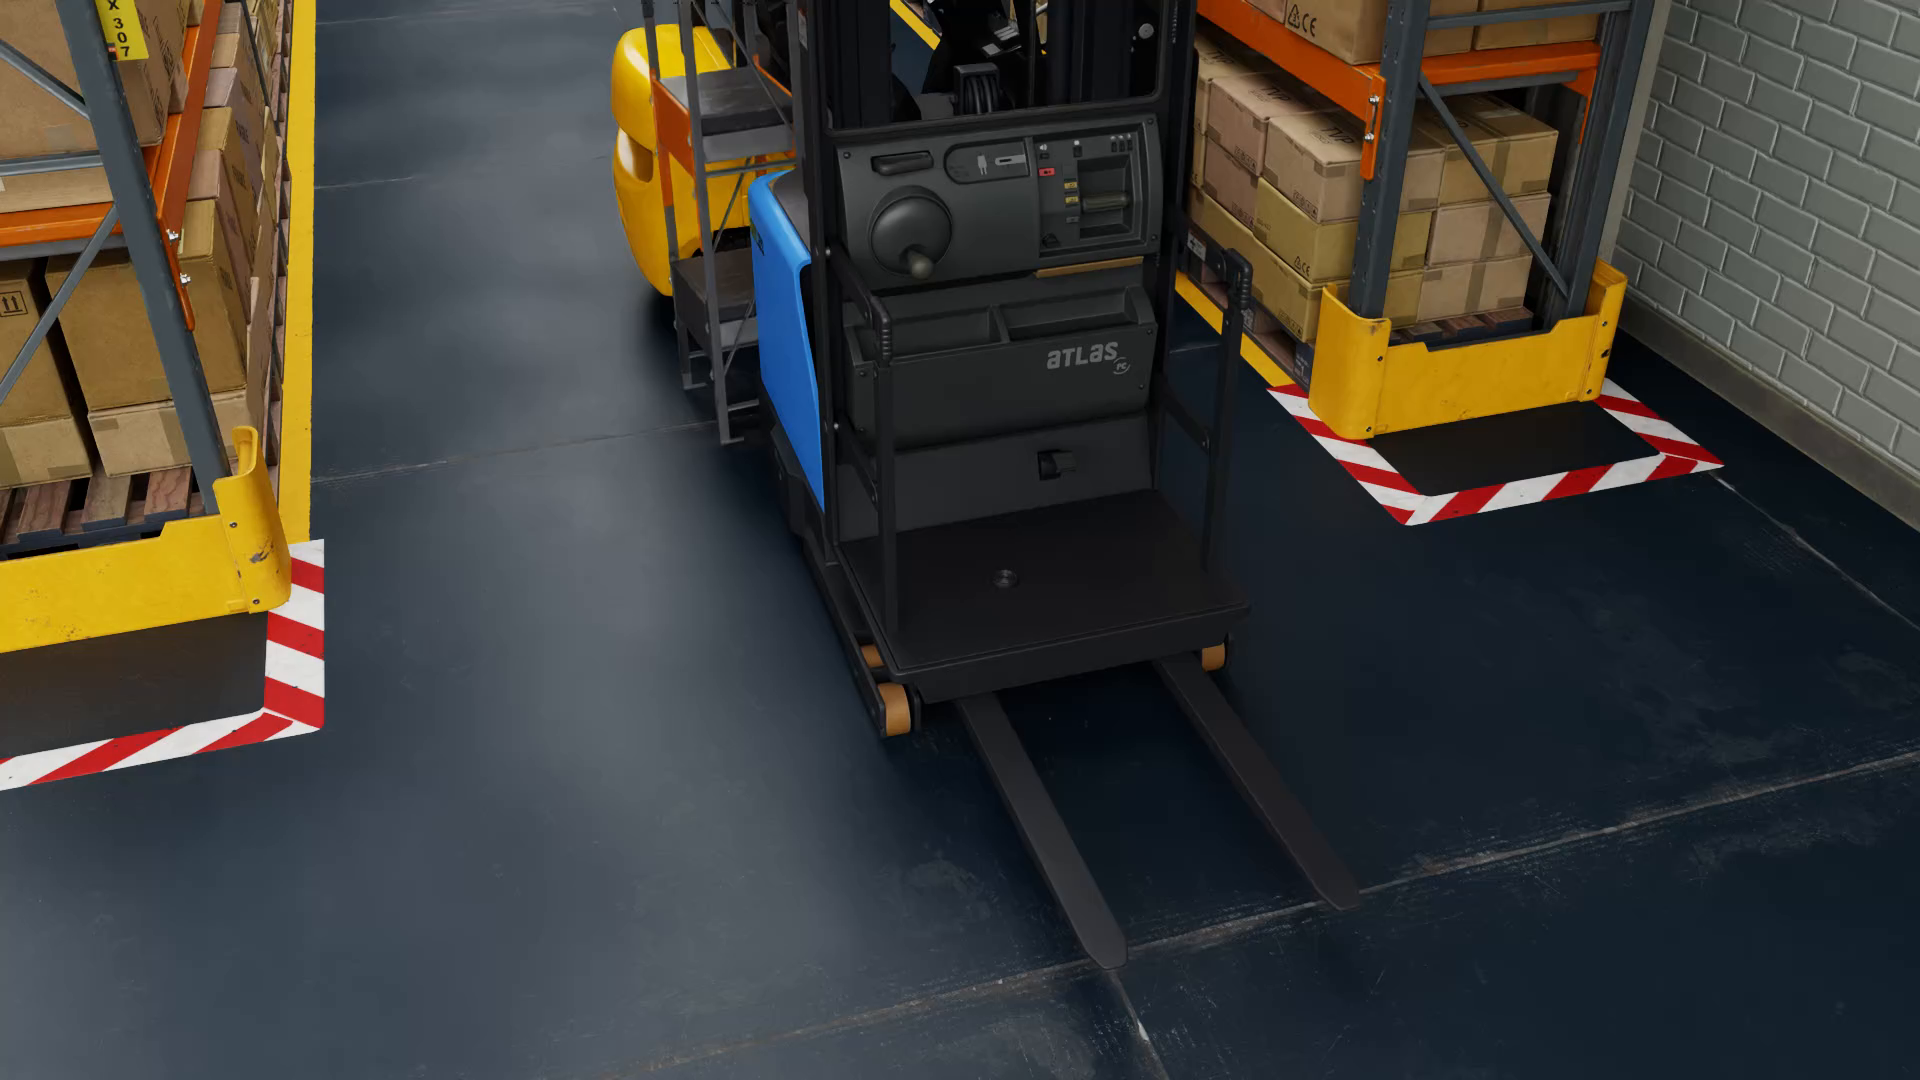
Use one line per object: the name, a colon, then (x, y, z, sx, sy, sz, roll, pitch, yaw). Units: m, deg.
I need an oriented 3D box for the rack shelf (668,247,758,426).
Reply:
rack shelf: (-0.823, -0.810, 6.360, 0.431, 0.518, 0.480, -14, 35, -20)

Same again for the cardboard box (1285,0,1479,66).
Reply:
cardboard box: (1.555, -2.079, 6.085, 0.500, 0.500, 0.500, -11, 35, -16)

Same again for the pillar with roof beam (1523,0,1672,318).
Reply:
pillar with roof beam: (-1.499, -4.120, 3.822, 9.100, 9.000, 0.400, -10, 35, -15)

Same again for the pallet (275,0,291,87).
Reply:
pallet: (-4.606, -2.974, 10.059, 1.003, 0.211, 1.213, -10, 35, -15)

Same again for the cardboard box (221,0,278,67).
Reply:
cardboard box: (-4.376, -2.818, 9.296, 0.950, 0.372, 0.625, -8, 34, -12)

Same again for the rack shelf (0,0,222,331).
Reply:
rack shelf: (-3.381, -1.737, 6.310, 1.077, 0.370, 4.000, -10, 35, -15)

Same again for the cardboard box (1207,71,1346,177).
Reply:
cardboard box: (1.356, -1.725, 6.846, 0.500, 0.250, 0.500, -9, 35, -14)

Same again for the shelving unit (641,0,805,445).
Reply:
shelving unit: (-0.827, -1.409, 5.972, 0.431, 2.100, 0.503, -14, 35, -20)

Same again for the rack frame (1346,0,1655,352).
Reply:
rack frame: (1.955, -1.823, 5.789, 1.000, 3.000, 0.127, -10, 35, -15)

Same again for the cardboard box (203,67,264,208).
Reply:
cardboard box: (-3.241, -1.628, 6.926, 0.500, 0.500, 0.500, -8, 34, -12)

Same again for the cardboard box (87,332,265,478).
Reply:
cardboard box: (-2.753, -0.485, 5.876, 0.500, 0.250, 0.500, -10, 35, -15)

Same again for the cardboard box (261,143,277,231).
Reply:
cardboard box: (-3.383, -1.572, 7.521, 0.500, 0.250, 0.500, -11, 35, -16)

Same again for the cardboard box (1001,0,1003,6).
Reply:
cardboard box: (0.565, -3.380, 9.918, 0.875, 0.625, 0.625, -8, 34, -13)

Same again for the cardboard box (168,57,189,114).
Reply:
cardboard box: (-2.805, -1.519, 5.556, 0.380, 0.149, 0.250, -9, 35, -14)

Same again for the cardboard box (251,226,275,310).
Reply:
cardboard box: (-3.080, -1.038, 6.714, 0.500, 0.250, 0.500, -8, 34, -12)

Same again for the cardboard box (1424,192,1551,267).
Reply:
cardboard box: (2.010, -1.342, 6.720, 0.500, 0.250, 0.500, -9, 35, -14)

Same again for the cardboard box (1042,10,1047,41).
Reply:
cardboard box: (0.744, -2.590, 8.609, 0.500, 0.250, 0.500, -10, 35, -15)

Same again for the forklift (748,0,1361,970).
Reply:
forklift: (0.190, -0.895, 4.446, 1.130, 2.935, 3.031, -10, 35, -15)

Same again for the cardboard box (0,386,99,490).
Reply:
cardboard box: (-3.281, -0.407, 5.758, 0.500, 0.250, 0.500, -10, 35, -15)

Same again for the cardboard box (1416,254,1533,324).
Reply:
cardboard box: (1.992, -1.142, 6.871, 0.500, 0.250, 0.500, -10, 35, -15)

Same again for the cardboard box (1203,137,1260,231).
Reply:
cardboard box: (1.366, -1.528, 7.002, 0.500, 0.250, 0.500, -10, 35, -15)

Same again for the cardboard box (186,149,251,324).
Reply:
cardboard box: (-2.925, -1.084, 6.102, 0.500, 0.500, 0.500, -11, 35, -17)

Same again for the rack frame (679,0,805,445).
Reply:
rack frame: (-0.725, -1.289, 5.786, 0.400, 2.100, 0.015, -14, 35, -20)

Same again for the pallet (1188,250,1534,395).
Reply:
pallet: (1.682, -1.055, 7.154, 1.003, 0.211, 1.213, -10, 35, -15)

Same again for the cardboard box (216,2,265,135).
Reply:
cardboard box: (-3.555, -2.162, 7.734, 0.500, 0.500, 0.500, -10, 35, -15)

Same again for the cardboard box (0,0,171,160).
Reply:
cardboard box: (-2.651, -1.448, 4.860, 0.500, 0.500, 0.500, -11, 35, -15)

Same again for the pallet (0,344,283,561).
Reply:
pallet: (-3.008, -0.296, 6.006, 1.003, 0.211, 1.213, -10, 35, -15)

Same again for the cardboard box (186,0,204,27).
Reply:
cardboard box: (-3.127, -2.063, 6.380, 0.380, 0.149, 0.250, -10, 35, -14)

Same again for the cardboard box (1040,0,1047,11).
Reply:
cardboard box: (0.730, -2.792, 8.460, 0.500, 0.250, 0.500, -10, 35, -15)

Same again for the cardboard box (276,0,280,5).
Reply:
cardboard box: (-4.815, -3.582, 10.452, 0.950, 0.372, 0.625, -11, 35, -16)

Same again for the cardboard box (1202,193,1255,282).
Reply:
cardboard box: (1.368, -1.308, 7.121, 0.500, 0.250, 0.500, -10, 35, -15)

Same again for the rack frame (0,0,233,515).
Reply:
rack frame: (-2.771, -0.987, 4.523, 1.000, 3.000, 0.127, -10, 35, -15)

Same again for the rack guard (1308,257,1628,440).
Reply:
rack guard: (1.963, -0.768, 6.459, 1.175, 0.500, 0.348, -10, 35, -15)

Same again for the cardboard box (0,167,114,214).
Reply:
cardboard box: (-2.677, -1.095, 4.914, 0.380, 0.149, 0.250, -10, 35, -15)

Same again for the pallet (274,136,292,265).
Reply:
pallet: (-3.752, -1.577, 7.945, 1.003, 0.211, 1.213, -10, 35, -15)

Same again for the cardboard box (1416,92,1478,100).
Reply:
cardboard box: (1.833, -1.815, 6.981, 0.500, 0.250, 0.500, -10, 35, -15)

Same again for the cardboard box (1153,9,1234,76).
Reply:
cardboard box: (1.046, -2.256, 7.649, 0.500, 0.250, 0.500, -11, 35, -16)

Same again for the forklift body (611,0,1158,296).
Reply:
forklift body: (-0.361, -2.158, 7.065, 2.313, 2.155, 1.214, -10, 35, -15)

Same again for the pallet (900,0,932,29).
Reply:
pallet: (0.097, -3.782, 11.282, 1.003, 0.211, 1.213, -10, 35, -15)

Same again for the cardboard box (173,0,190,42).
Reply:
cardboard box: (-2.969, -1.987, 5.675, 0.500, 0.500, 0.500, -11, 35, -16)
